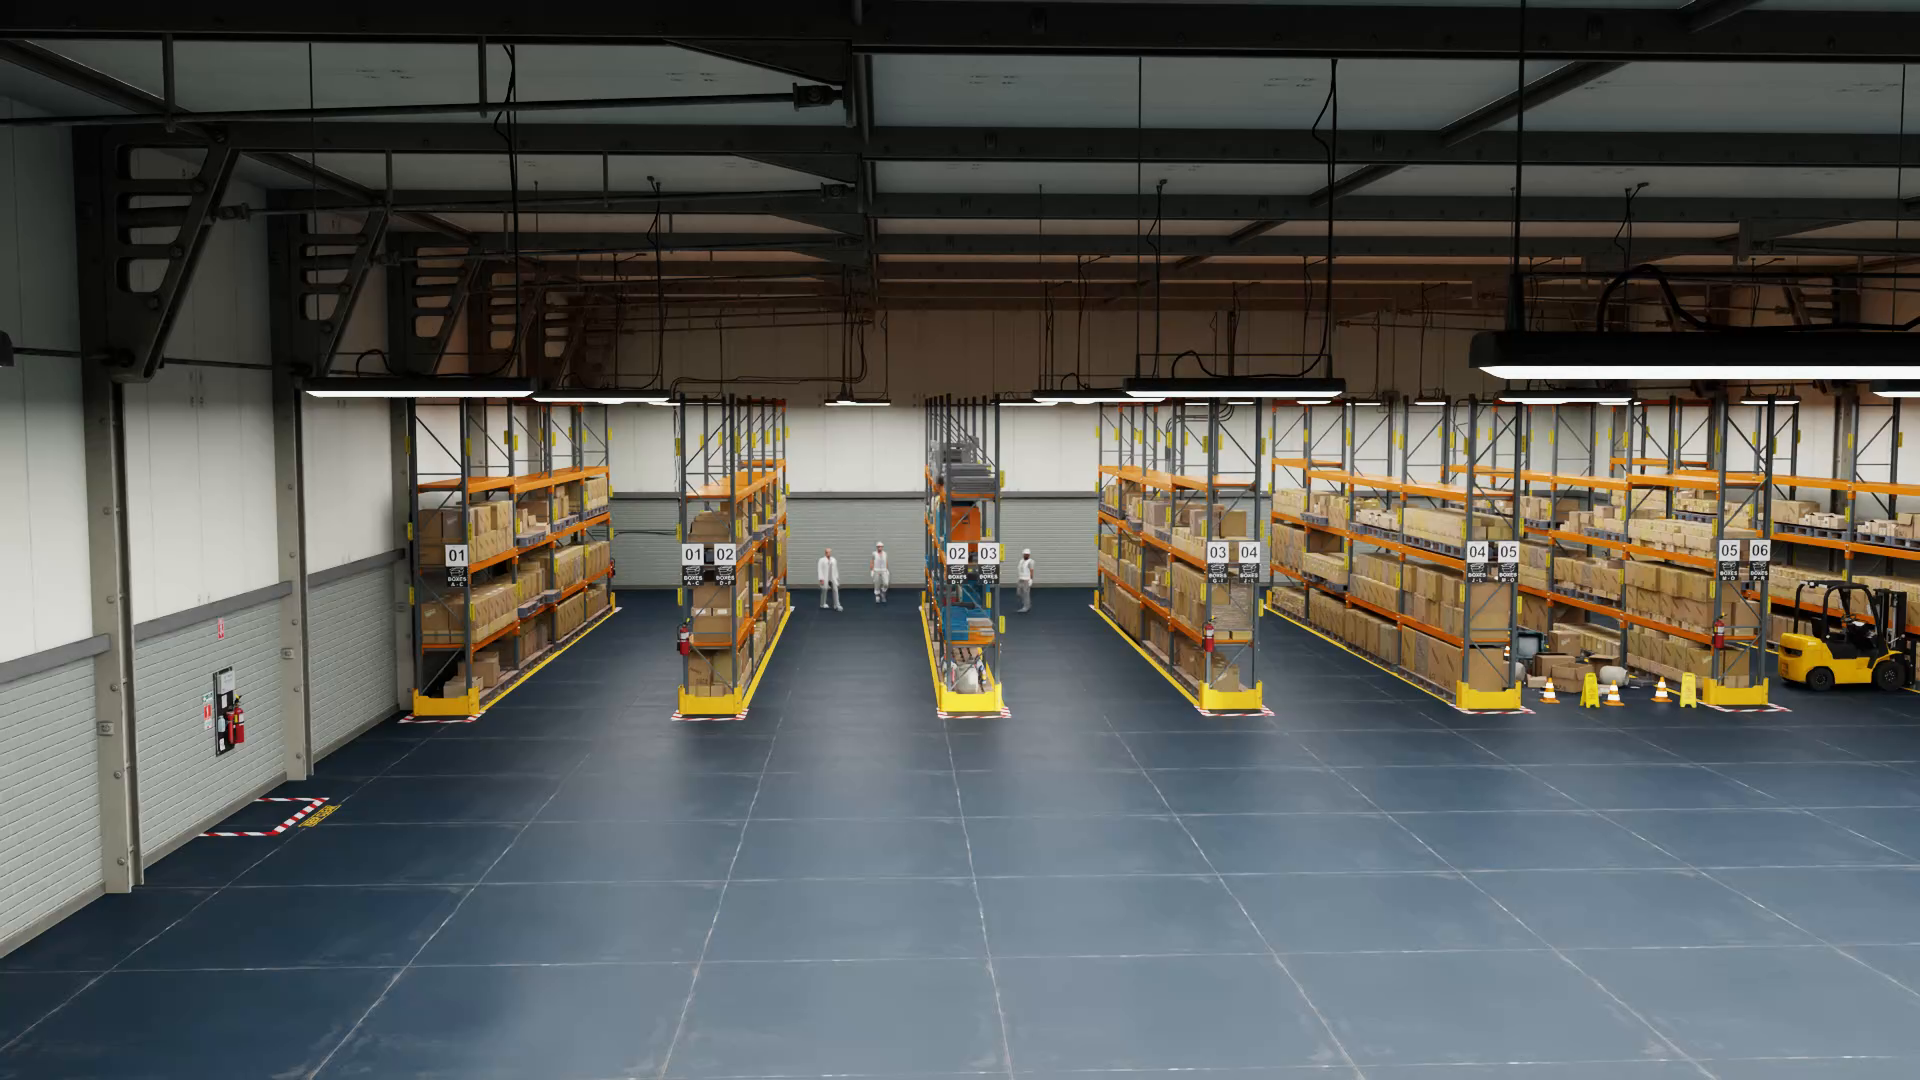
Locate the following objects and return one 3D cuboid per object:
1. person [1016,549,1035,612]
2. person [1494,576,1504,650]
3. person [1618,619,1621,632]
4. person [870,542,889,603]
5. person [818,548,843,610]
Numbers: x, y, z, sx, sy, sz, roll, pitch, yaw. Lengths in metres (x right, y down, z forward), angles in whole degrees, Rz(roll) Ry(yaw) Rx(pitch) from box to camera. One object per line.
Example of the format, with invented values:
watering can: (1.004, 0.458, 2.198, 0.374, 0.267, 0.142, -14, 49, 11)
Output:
person: (1.821, 1.138, 46.812, 0.470, 1.787, 0.581, -3, 5, -31)
person: (12.648, 1.744, 39.275, 0.441, 1.774, 0.560, 1, 5, 17)
person: (16.542, 1.630, 41.478, 0.408, 1.676, 0.544, 2, 5, 20)
person: (-2.344, 0.958, 48.809, 0.578, 1.800, 0.459, -1, 5, -8)
person: (-3.698, 1.105, 47.224, 0.664, 1.719, 1.079, -2, 5, -22)
